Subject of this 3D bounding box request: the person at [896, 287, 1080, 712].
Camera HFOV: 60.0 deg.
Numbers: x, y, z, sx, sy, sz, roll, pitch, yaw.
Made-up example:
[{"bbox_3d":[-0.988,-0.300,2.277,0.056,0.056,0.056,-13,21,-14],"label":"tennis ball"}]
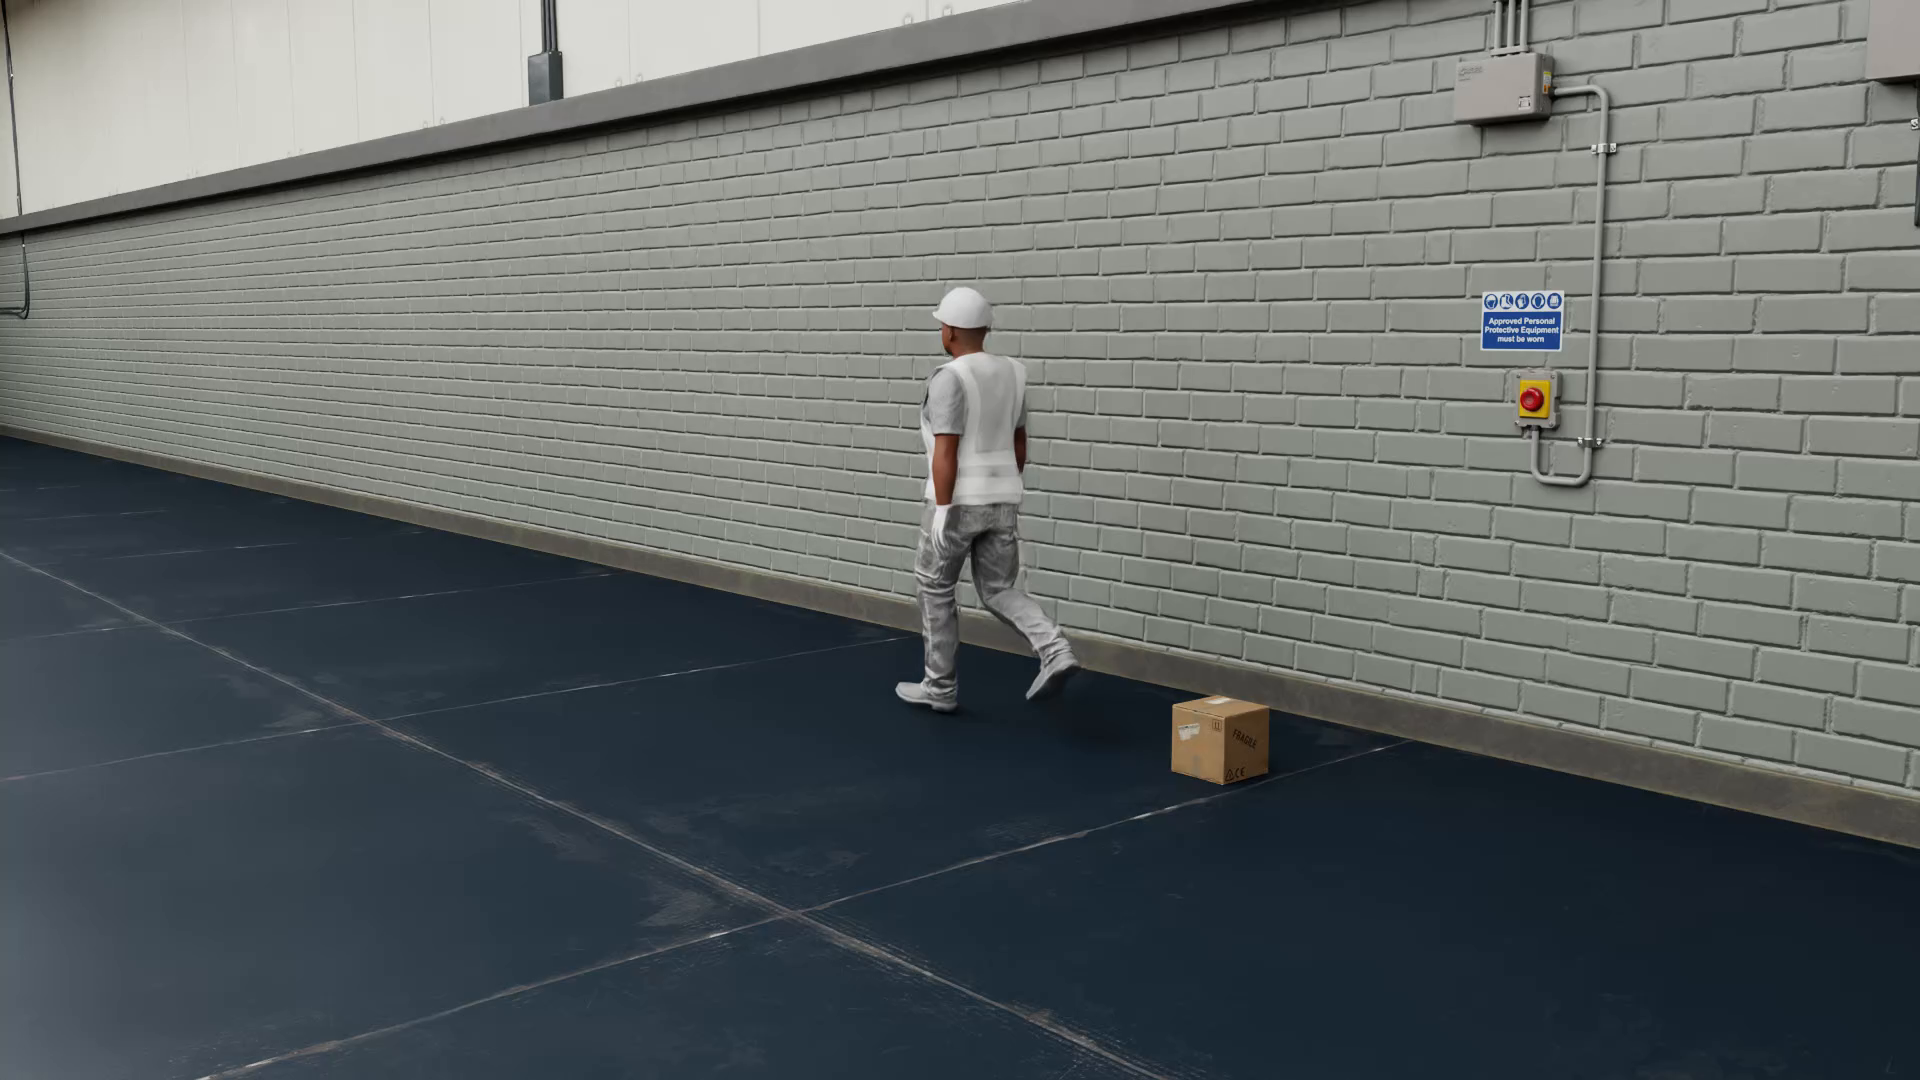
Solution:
[{"bbox_3d":[0.108,-0.147,6.803,0.892,1.762,0.571,7,10,44],"label":"person"}]
